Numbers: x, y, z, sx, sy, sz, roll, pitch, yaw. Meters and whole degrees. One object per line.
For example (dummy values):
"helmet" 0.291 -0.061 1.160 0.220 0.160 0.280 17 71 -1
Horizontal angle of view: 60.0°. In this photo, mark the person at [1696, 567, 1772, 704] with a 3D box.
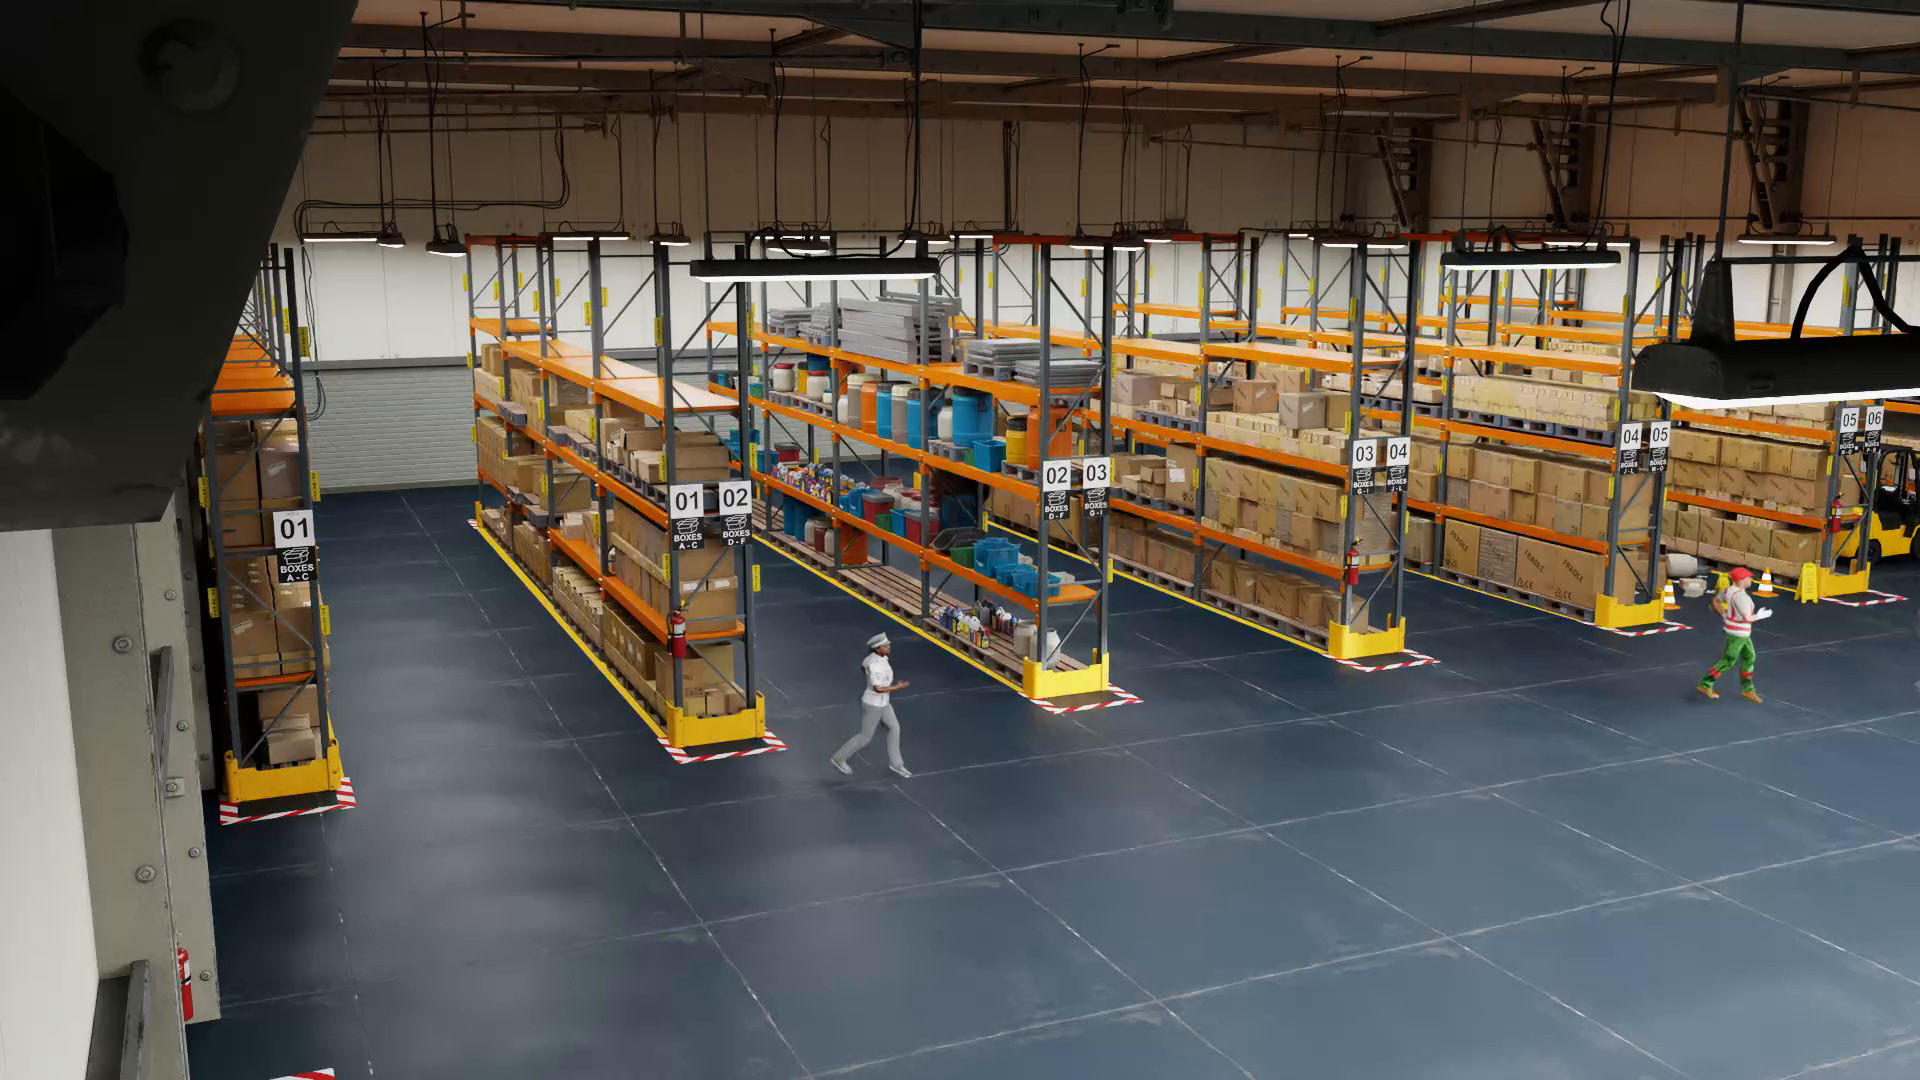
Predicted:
"person" 10.202 1.254 21.876 0.855 1.834 0.654 4 12 17

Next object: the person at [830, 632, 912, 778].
"person" -1.010 1.887 18.969 0.919 1.737 0.586 1 11 6
